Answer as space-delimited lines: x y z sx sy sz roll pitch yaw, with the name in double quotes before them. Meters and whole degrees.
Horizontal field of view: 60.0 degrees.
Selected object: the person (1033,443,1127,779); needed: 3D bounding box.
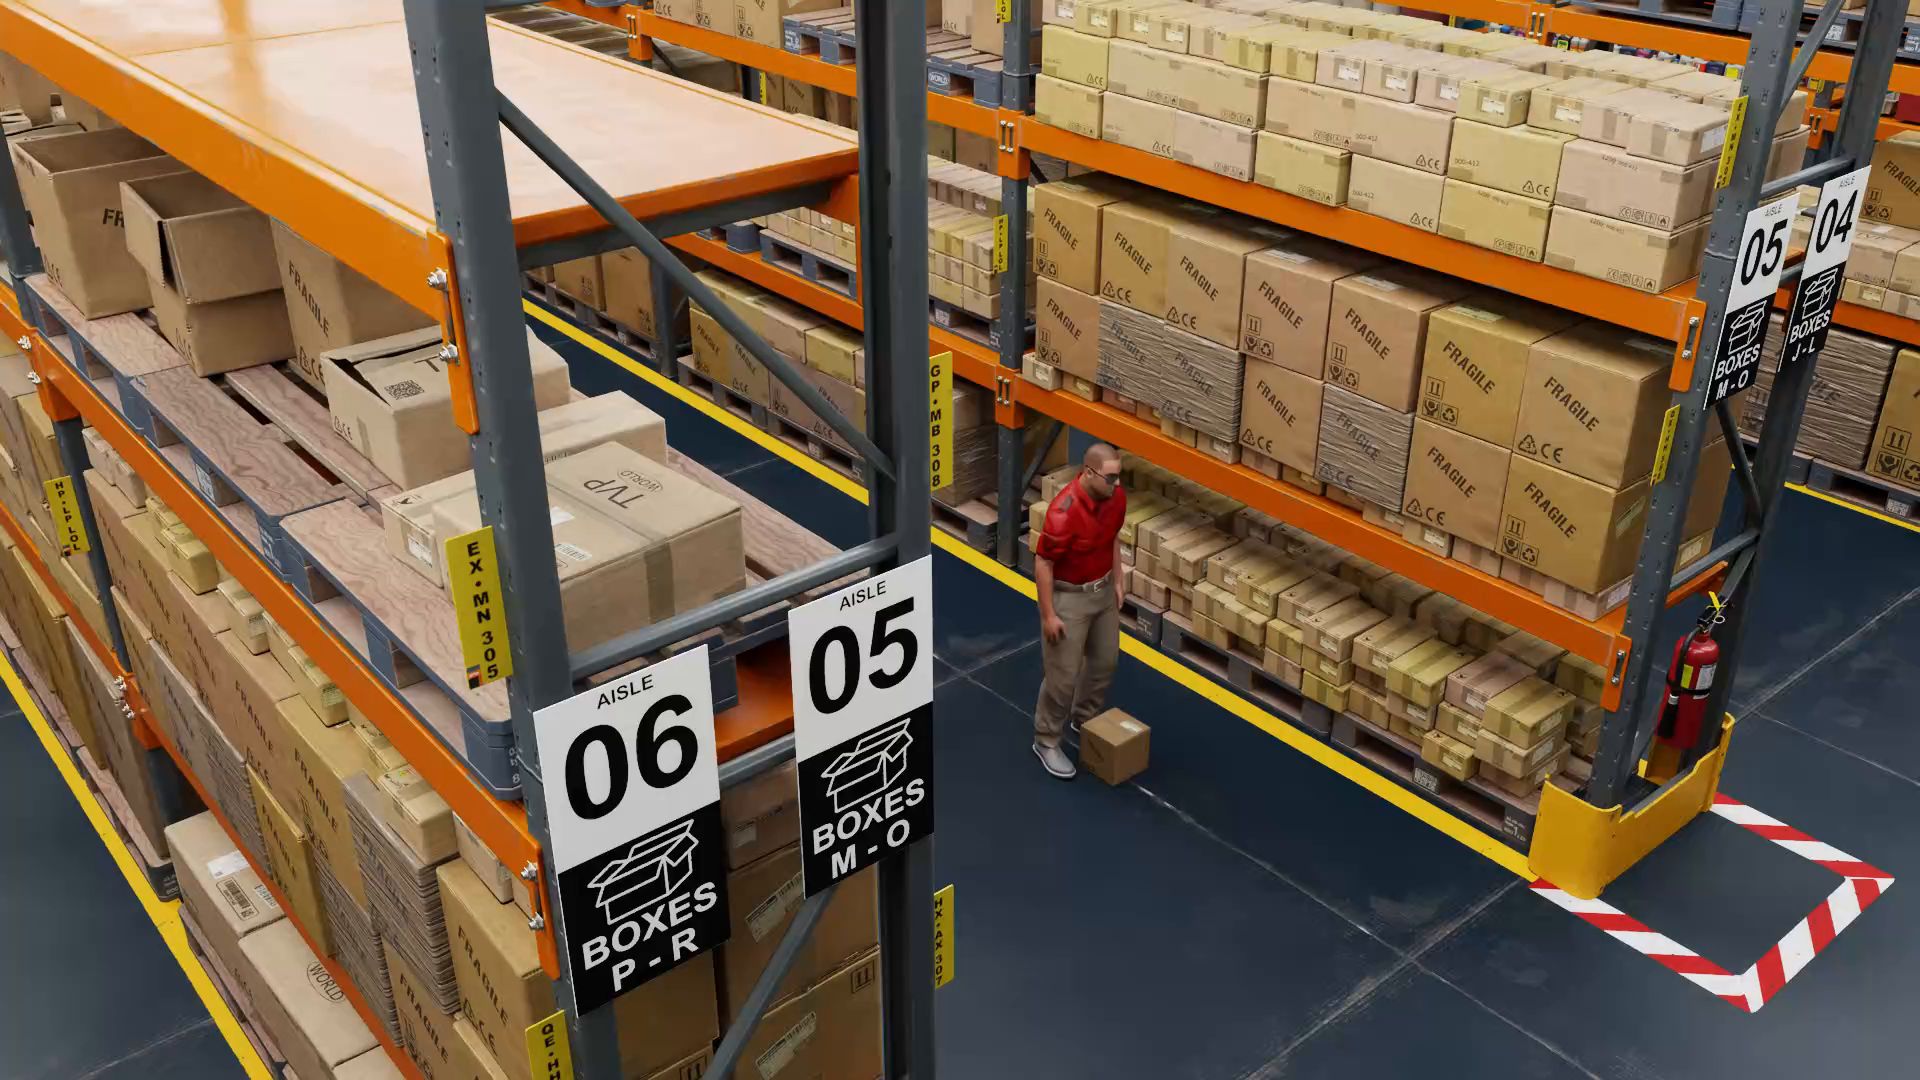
"person" 0.610 0.304 8.241 0.591 1.725 0.392 -24 36 -38
